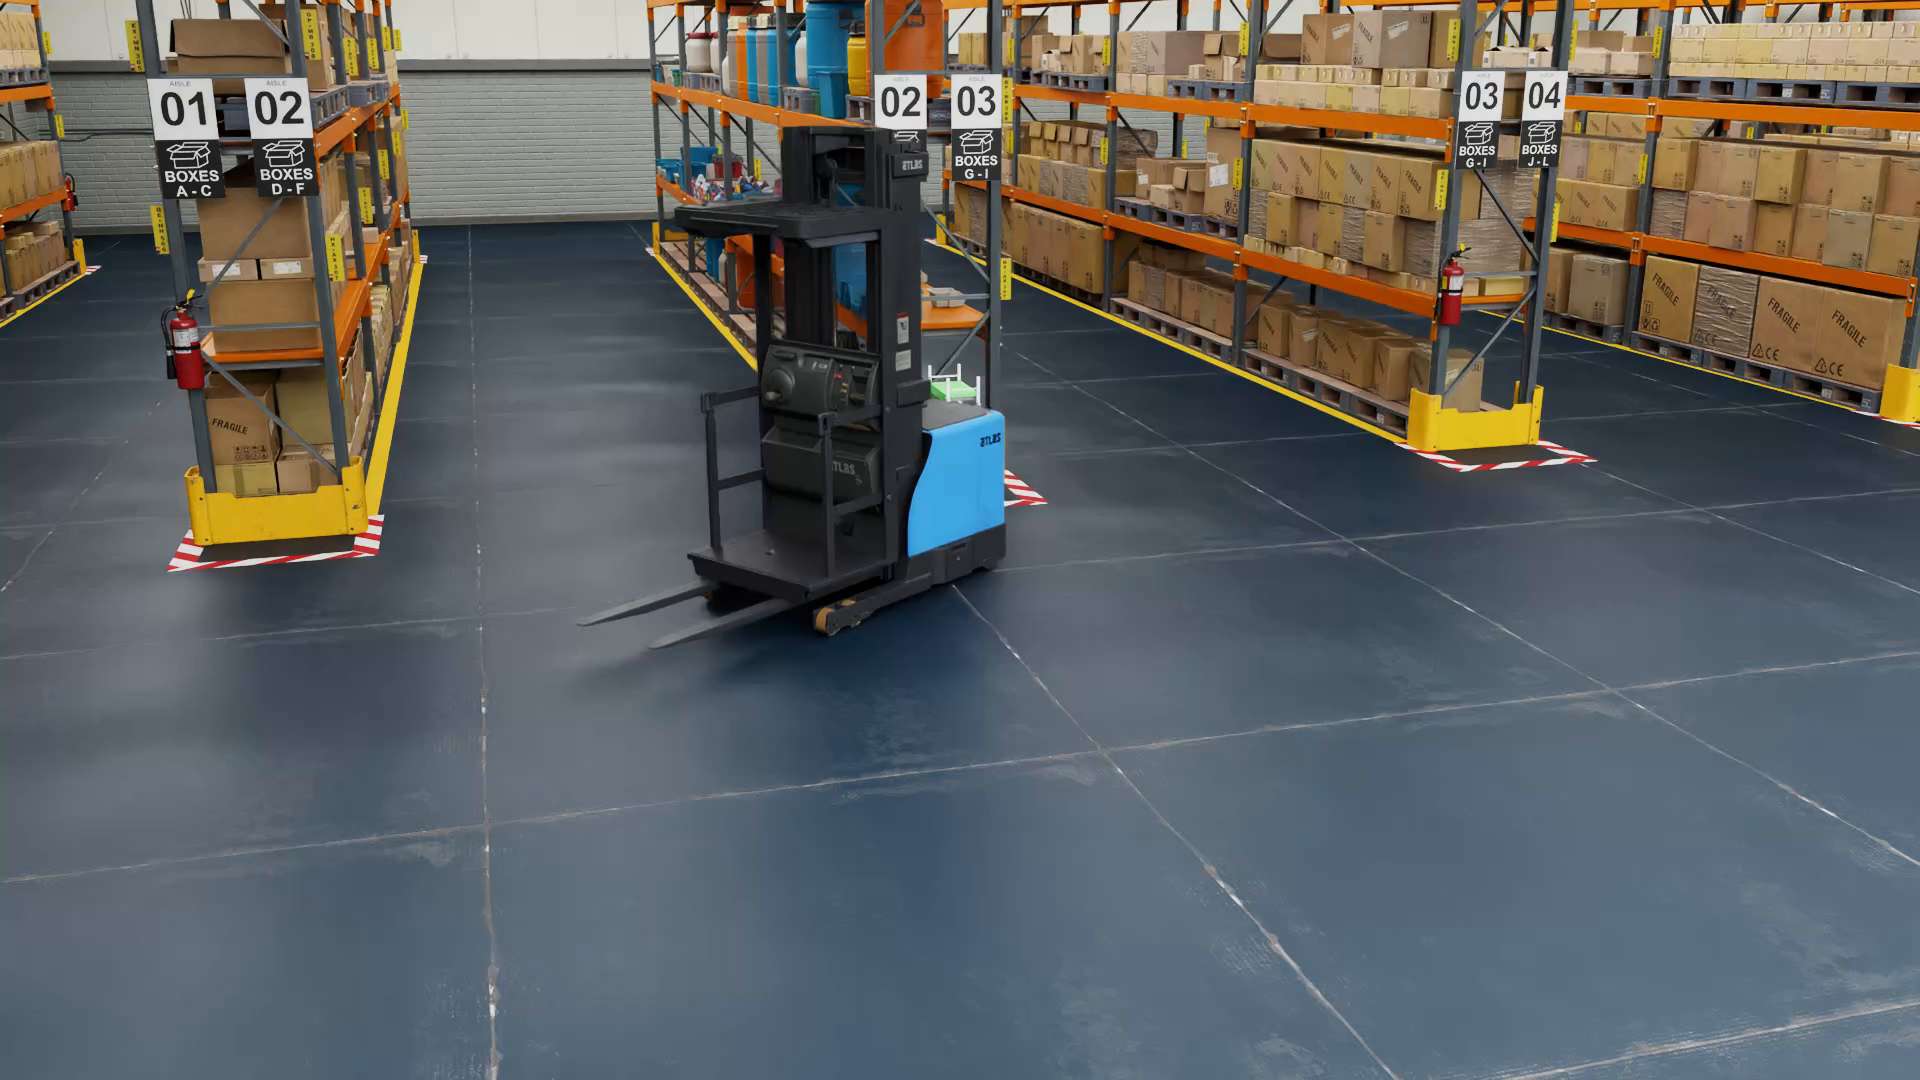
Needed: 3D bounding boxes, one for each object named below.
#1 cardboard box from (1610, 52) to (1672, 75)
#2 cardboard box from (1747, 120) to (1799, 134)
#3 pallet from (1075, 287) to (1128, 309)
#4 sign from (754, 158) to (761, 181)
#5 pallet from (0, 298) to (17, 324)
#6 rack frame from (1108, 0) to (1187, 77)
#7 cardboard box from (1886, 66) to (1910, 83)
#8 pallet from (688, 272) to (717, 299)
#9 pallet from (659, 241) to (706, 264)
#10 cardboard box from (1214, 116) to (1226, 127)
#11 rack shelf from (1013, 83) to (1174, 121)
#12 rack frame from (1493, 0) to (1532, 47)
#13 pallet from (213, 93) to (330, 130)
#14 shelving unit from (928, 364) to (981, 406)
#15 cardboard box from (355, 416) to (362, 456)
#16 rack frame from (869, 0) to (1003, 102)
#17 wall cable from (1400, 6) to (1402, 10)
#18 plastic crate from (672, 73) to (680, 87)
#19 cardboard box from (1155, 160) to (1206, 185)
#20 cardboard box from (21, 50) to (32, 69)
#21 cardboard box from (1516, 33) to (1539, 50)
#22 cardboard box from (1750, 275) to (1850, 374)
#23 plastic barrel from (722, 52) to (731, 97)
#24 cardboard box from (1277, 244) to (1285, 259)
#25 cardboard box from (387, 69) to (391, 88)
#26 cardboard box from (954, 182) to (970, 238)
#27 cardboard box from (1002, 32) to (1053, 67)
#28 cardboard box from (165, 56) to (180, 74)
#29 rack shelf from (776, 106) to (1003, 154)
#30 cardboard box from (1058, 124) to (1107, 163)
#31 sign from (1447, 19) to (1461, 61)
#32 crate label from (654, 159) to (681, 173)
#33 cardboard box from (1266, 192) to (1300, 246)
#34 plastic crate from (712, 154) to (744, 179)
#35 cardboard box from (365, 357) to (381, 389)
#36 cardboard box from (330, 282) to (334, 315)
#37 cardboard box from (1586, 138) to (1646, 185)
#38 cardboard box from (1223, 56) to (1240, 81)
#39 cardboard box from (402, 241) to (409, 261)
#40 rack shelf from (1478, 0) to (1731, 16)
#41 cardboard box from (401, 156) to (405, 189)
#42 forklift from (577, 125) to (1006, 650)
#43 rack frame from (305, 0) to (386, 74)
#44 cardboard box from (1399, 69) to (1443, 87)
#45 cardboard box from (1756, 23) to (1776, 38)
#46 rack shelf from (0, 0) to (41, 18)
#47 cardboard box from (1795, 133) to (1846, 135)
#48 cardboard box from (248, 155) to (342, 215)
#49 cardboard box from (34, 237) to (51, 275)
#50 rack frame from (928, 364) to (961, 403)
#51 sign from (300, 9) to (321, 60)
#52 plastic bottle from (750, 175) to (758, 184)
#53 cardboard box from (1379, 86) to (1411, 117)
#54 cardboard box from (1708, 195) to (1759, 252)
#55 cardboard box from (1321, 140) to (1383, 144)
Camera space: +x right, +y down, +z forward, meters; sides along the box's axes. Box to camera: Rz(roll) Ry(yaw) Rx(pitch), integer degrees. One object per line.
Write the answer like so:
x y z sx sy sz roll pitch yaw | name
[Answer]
7.935 -5.543 19.334 0.500 0.250 0.500 -5 17 -15 | cardboard box
12.015 -5.955 24.650 0.500 0.500 0.500 -5 18 -17 | cardboard box
2.243 -3.377 22.829 1.003 0.211 1.213 -5 17 -15 | pallet
-2.945 -5.379 24.165 0.100 0.325 0.005 -5 17 -15 | sign
-12.715 -2.877 21.164 1.003 0.211 1.213 -5 17 -15 | pallet
2.387 -7.362 20.819 1.000 3.000 0.127 -5 17 -15 | rack frame
8.897 -4.340 15.506 0.380 0.149 0.250 -5 17 -15 | cardboard box
-3.302 -3.651 23.741 1.003 0.211 1.213 -5 17 -15 | pallet
-4.384 -4.743 27.376 1.003 0.211 1.213 -5 17 -15 | pallet
4.854 -7.590 29.576 0.500 0.500 0.500 -5 17 -16 | cardboard box
1.838 -6.134 23.195 1.077 0.370 4.000 -5 17 -15 | rack shelf
7.184 -7.726 22.031 1.000 3.000 0.127 -5 17 -15 | rack frame
-5.109 -3.086 11.950 1.003 0.211 1.213 -5 17 -15 | pallet
-0.045 -0.620 11.932 0.258 1.200 0.503 -5 17 -15 | shelving unit
-5.151 -0.820 13.518 0.500 0.250 0.500 -5 17 -15 | cardboard box
-0.176 -4.758 12.148 1.000 3.000 0.127 -5 17 -15 | rack frame
8.607 -11.968 36.153 2.355 3.000 0.029 -5 17 -15 | wall cable
-3.881 -6.632 23.971 0.450 0.188 0.662 -5 17 -15 | plastic crate
2.824 -4.445 20.632 0.700 0.500 0.500 -2 17 -7 | cardboard box
-13.498 -6.815 23.569 0.500 0.250 0.500 -5 18 -17 | cardboard box
10.127 -8.649 29.240 0.500 0.500 0.500 -4 17 -14 | cardboard box
8.889 -2.249 17.189 0.875 0.875 0.875 -5 17 -16 | cardboard box
-2.584 -5.477 19.564 0.421 0.512 0.421 0 17 0 | plastic barrel
3.486 -2.973 17.073 0.380 0.149 0.250 -5 17 -15 | cardboard box
-8.267 -6.471 23.326 0.500 0.250 0.500 -5 17 -15 | cardboard box
0.442 -5.714 28.725 0.875 0.875 0.875 -5 17 -15 | cardboard box
1.015 -7.540 25.549 0.700 0.500 0.500 -6 18 -19 | cardboard box
-5.510 -3.424 12.211 0.500 0.250 0.500 -5 17 -15 | cardboard box
-0.726 -3.530 14.525 1.077 0.370 4.000 -5 17 -15 | rack shelf
1.835 -5.586 23.417 0.797 0.503 0.637 -4 17 -13 | cardboard box
4.047 -4.098 13.628 0.100 0.325 0.005 -5 17 -15 | sign
-4.822 -6.164 27.446 0.416 0.233 0.303 -5 17 -15 | crate label
3.654 -3.302 17.041 0.875 0.500 0.500 -5 17 -15 | cardboard box
-3.478 -5.530 24.932 0.402 0.464 0.583 -5 17 -15 | plastic crate
-5.912 -1.616 16.166 0.500 0.250 0.500 -5 17 -17 | cardboard box
-5.336 -1.954 13.071 0.700 0.500 0.500 -5 17 -15 | cardboard box
7.998 -4.552 19.981 0.700 0.500 0.500 -5 17 -16 | cardboard box
3.132 -5.208 18.365 0.396 0.266 0.258 -4 17 -13 | cardboard box
-8.719 -4.417 25.458 0.500 0.250 0.500 -5 17 -15 | cardboard box
7.734 -6.637 20.350 1.077 0.370 4.000 -5 17 -15 | rack shelf
-8.536 -5.444 24.688 0.500 0.500 0.500 -5 17 -16 | cardboard box
-1.002 -0.989 10.151 1.130 2.935 3.031 13 21 37 | forklift
-8.238 -7.686 21.898 1.000 3.000 0.127 -5 17 -15 | rack frame
4.070 -4.032 14.515 0.380 0.149 0.250 -5 18 -18 | cardboard box
8.408 -5.214 17.029 0.380 0.149 0.250 -5 17 -15 | cardboard box
-13.549 -7.311 22.594 1.077 0.370 4.000 -5 17 -15 | rack shelf
12.308 -5.560 23.827 0.500 0.500 0.500 -5 17 -17 | cardboard box
-5.911 -3.147 14.786 0.700 0.500 0.500 -5 17 -15 | cardboard box
-13.534 -4.068 23.894 0.700 0.500 0.500 -5 18 -17 | cardboard box
-0.113 -0.688 12.157 0.240 1.200 0.015 -5 17 -15 | rack frame
-4.405 -3.429 11.283 0.100 0.325 0.005 -5 17 -15 | sign
-2.856 -4.901 23.138 0.144 0.351 0.185 -5 17 -15 | plastic bottle
4.069 -3.892 14.741 0.500 0.250 0.500 -5 17 -15 | cardboard box
8.604 -3.408 17.824 0.875 0.550 0.550 -5 17 -15 | cardboard box
4.014 -3.811 16.995 0.500 0.500 0.500 -5 17 -15 | cardboard box
